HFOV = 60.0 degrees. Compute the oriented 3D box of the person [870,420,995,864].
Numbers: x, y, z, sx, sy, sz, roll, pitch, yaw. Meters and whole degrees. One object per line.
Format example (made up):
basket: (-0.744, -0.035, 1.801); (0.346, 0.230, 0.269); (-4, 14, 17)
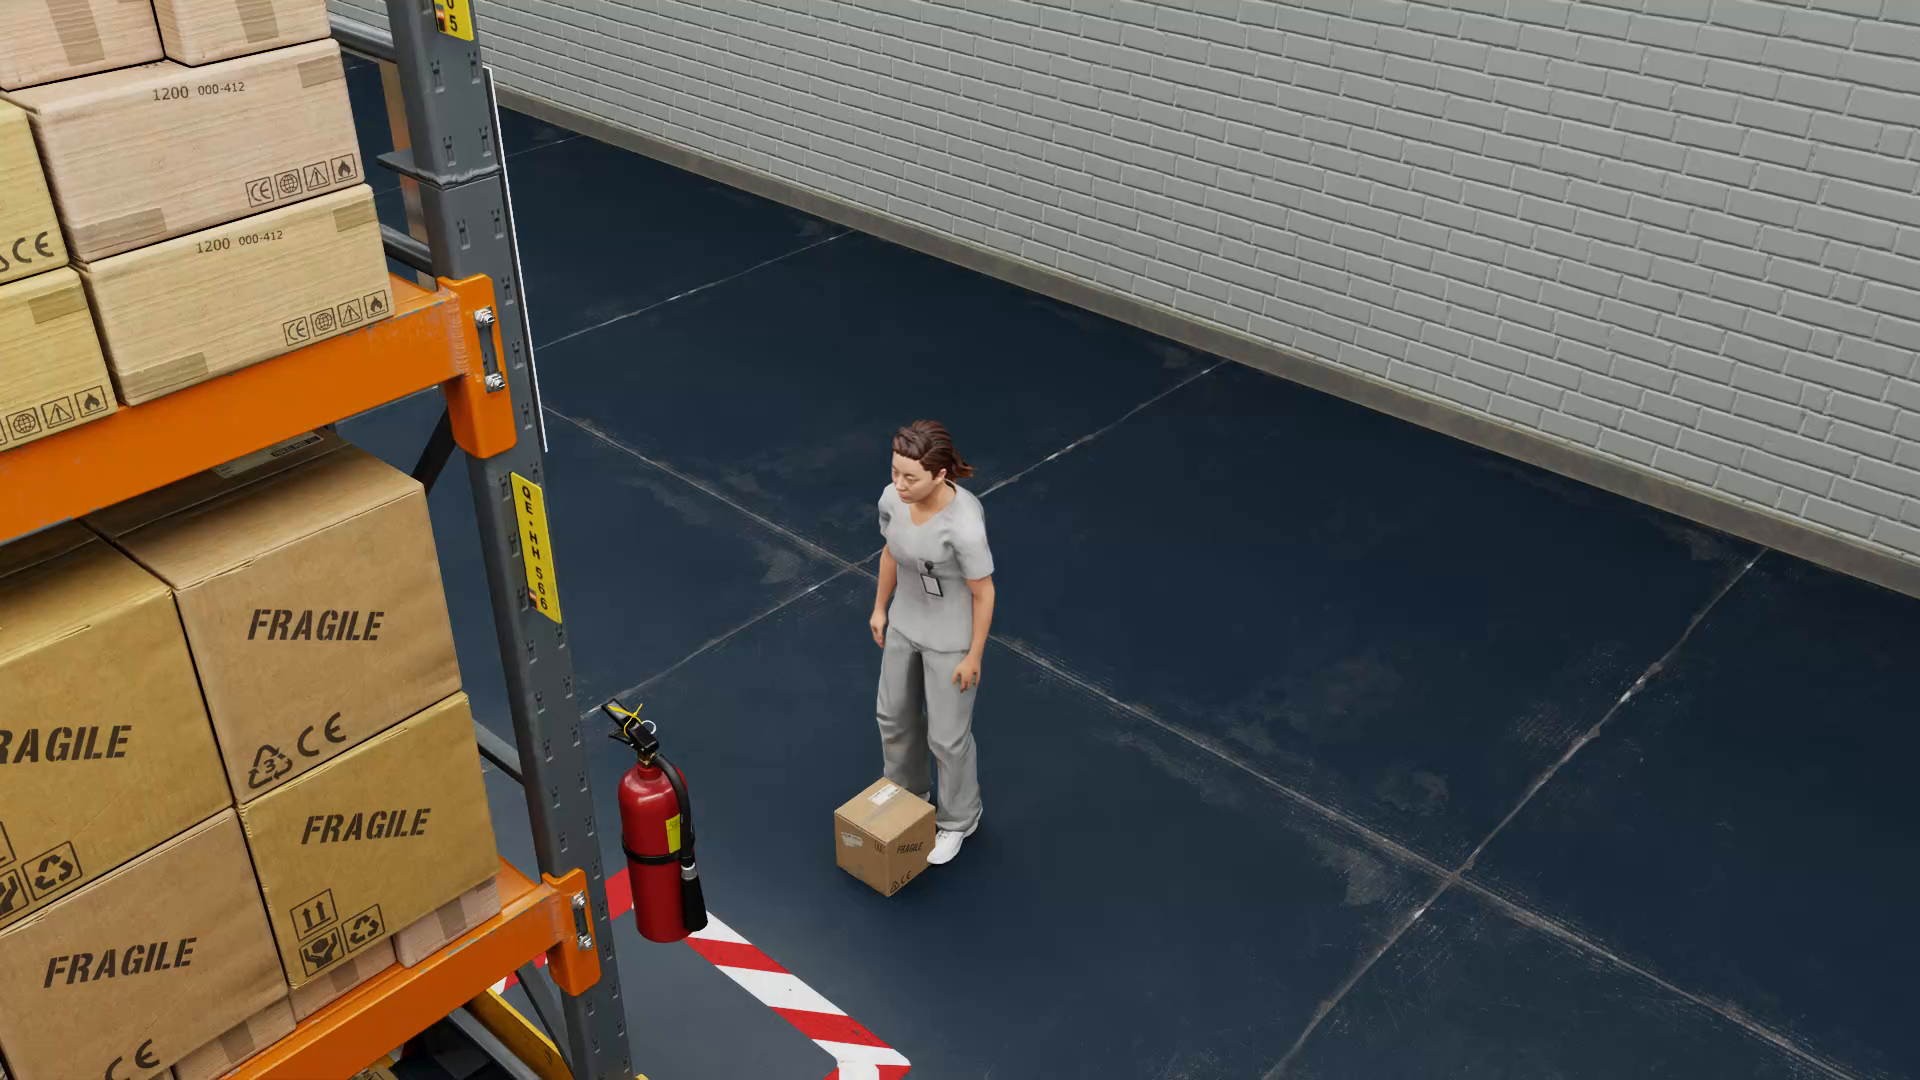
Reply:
person: (-0.102, 0.328, 5.604); (0.486, 1.666, 0.357); (24, 39, 34)
